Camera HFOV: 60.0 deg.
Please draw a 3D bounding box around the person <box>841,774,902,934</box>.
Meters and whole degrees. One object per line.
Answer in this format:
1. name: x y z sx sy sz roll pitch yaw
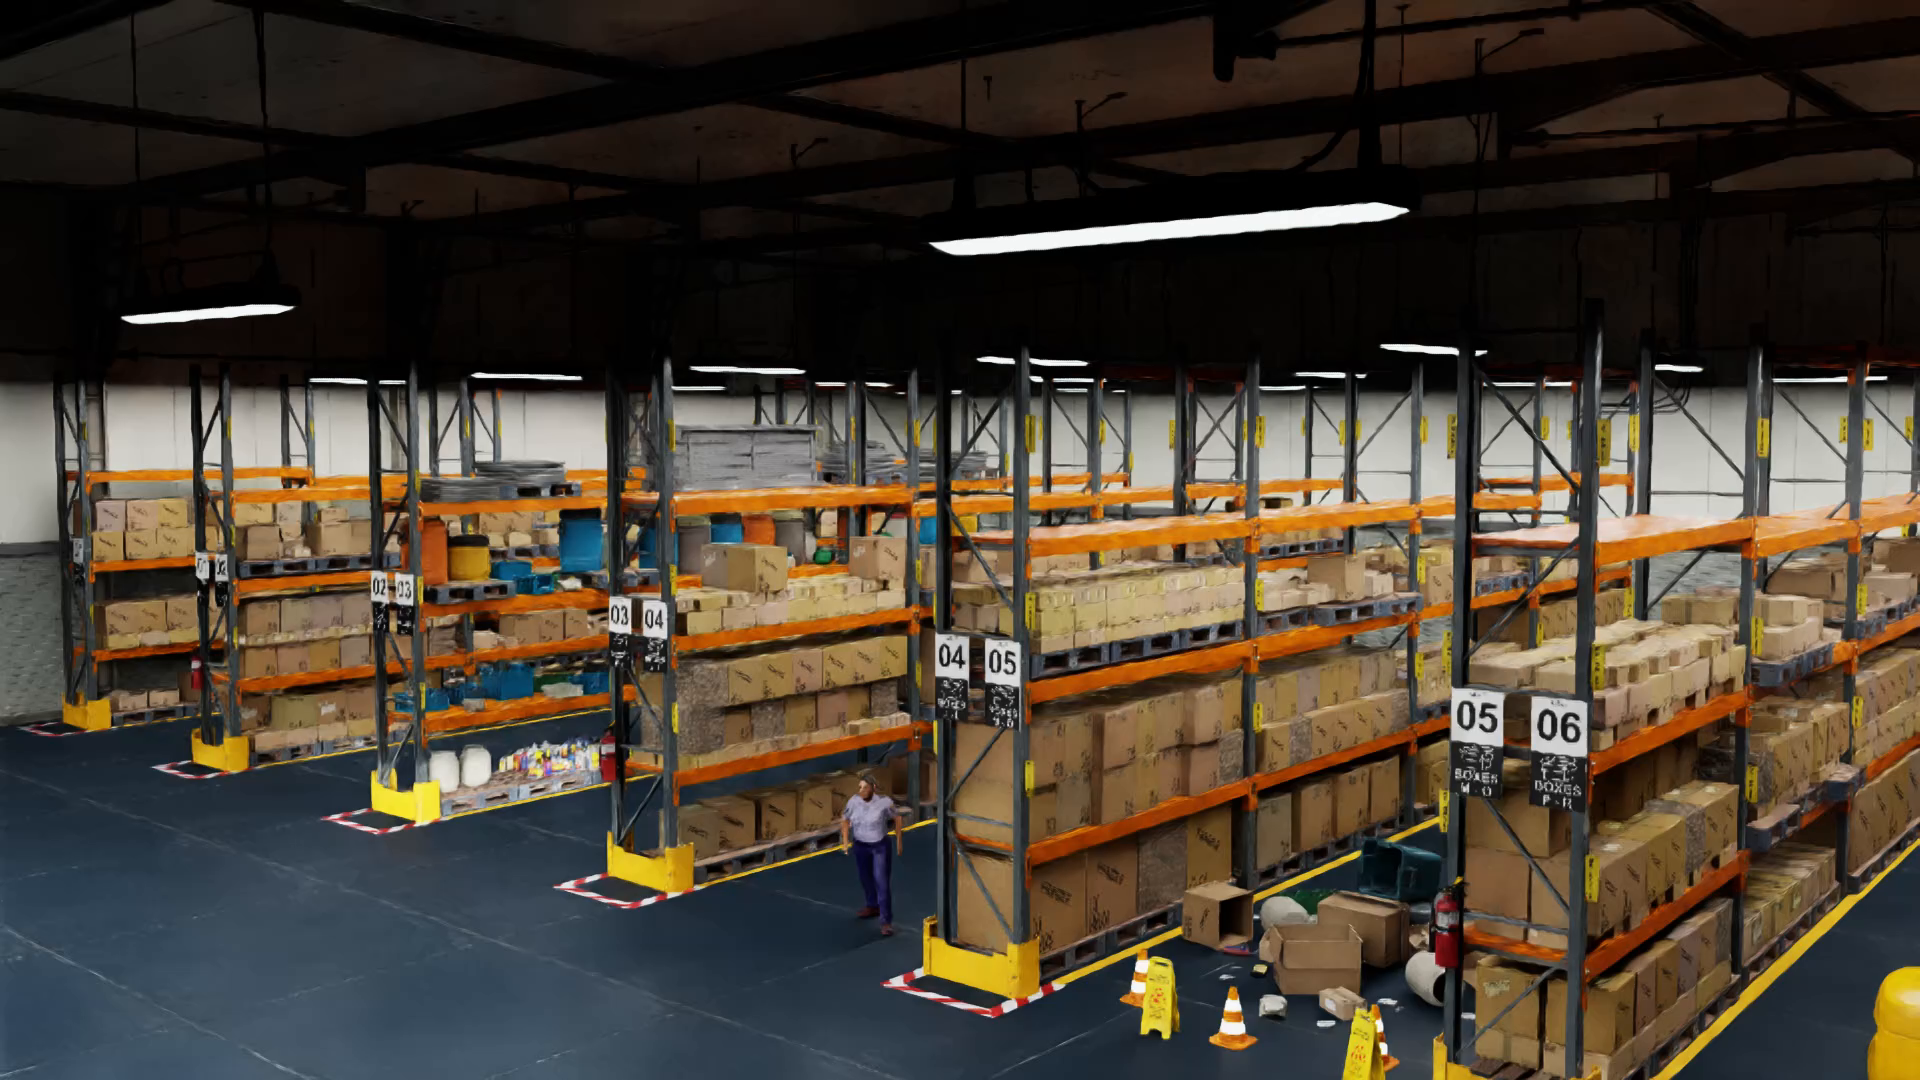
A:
1. person: -0.861 3.142 16.979 0.660 1.580 0.811 2 4 22
